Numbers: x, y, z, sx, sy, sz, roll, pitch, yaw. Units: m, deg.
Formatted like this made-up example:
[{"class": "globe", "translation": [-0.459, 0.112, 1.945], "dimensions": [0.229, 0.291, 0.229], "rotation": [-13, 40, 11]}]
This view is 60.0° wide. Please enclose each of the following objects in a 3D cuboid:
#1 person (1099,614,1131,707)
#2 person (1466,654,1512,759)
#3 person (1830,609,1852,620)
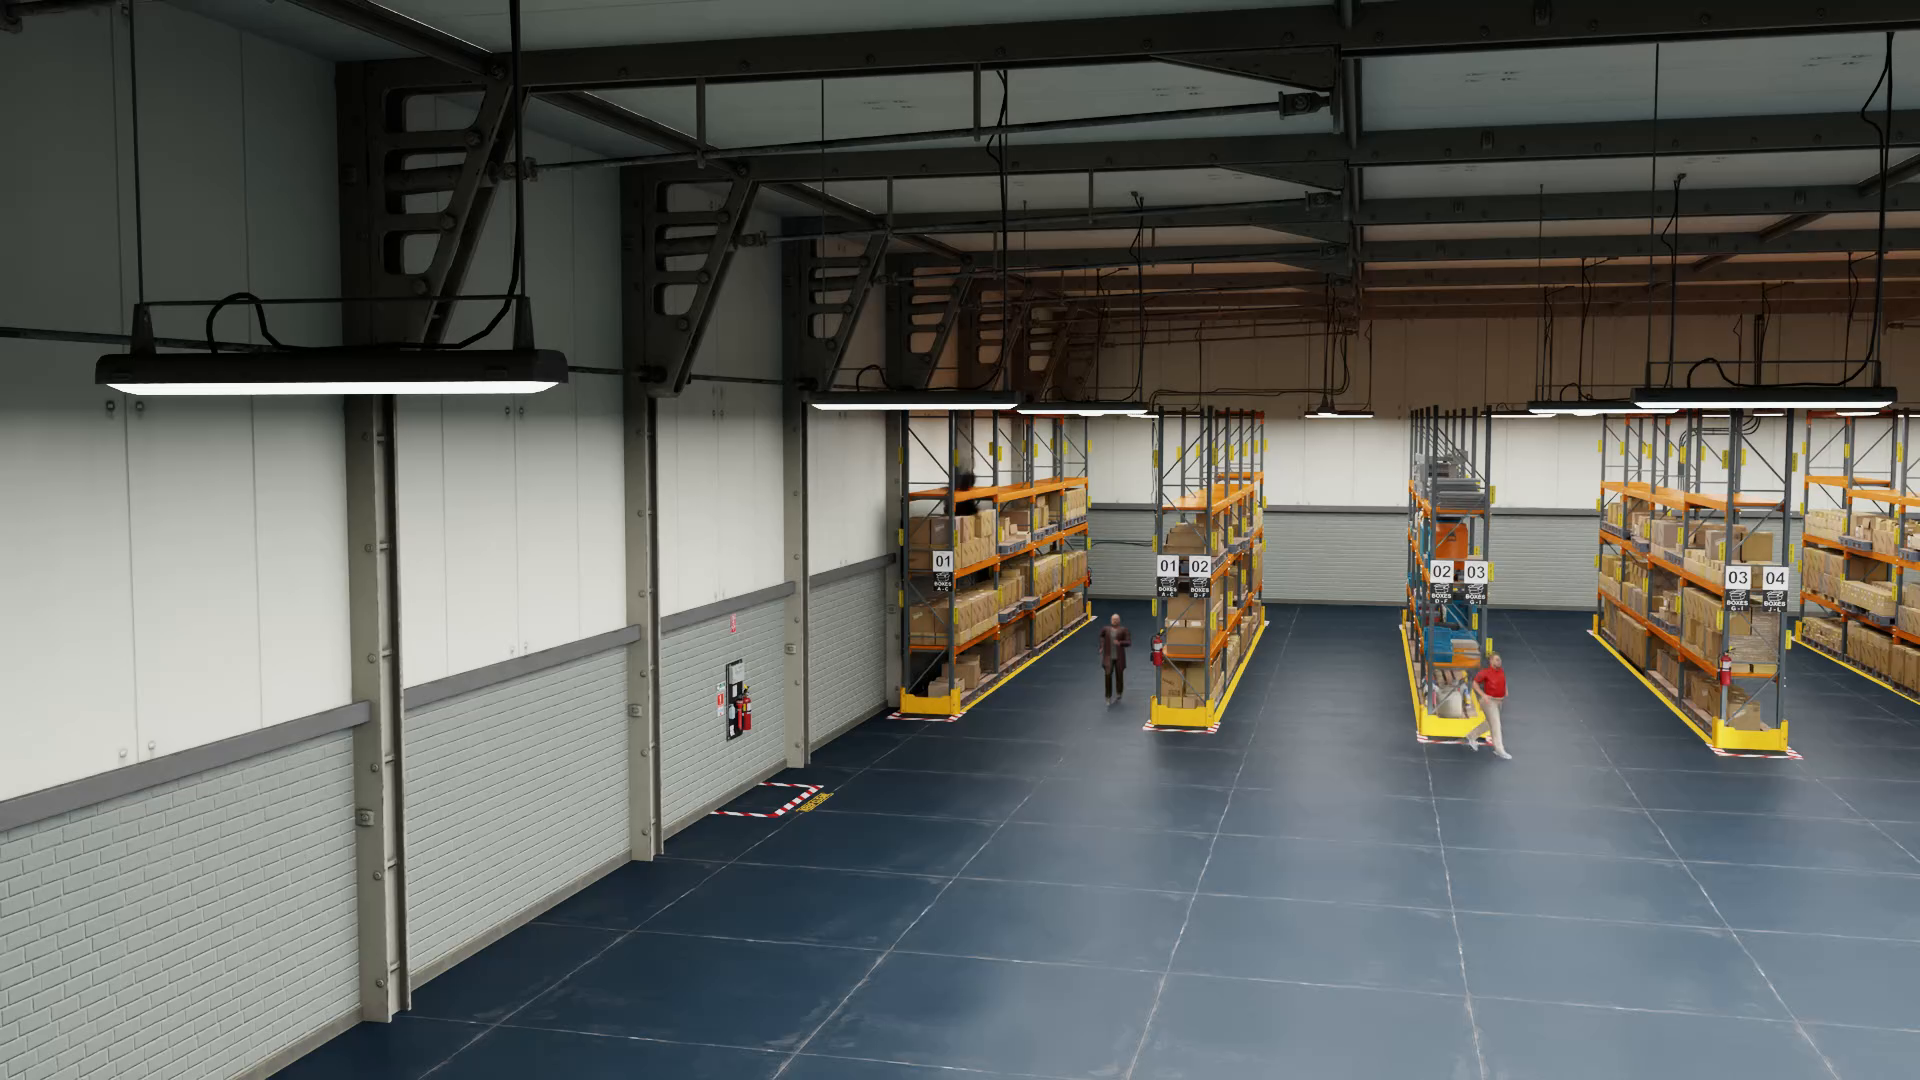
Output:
[{"class": "person", "translation": [3.133, 2.410, 33.671], "dimensions": [0.677, 1.837, 0.904], "rotation": [1, 4, 10]}, {"class": "person", "translation": [9.085, 2.796, 28.379], "dimensions": [0.680, 1.732, 0.931], "rotation": [-3, 5, -38]}, {"class": "person", "translation": [23.562, 1.722, 44.350], "dimensions": [0.788, 1.709, 0.568], "rotation": [1, 4, 18]}]
